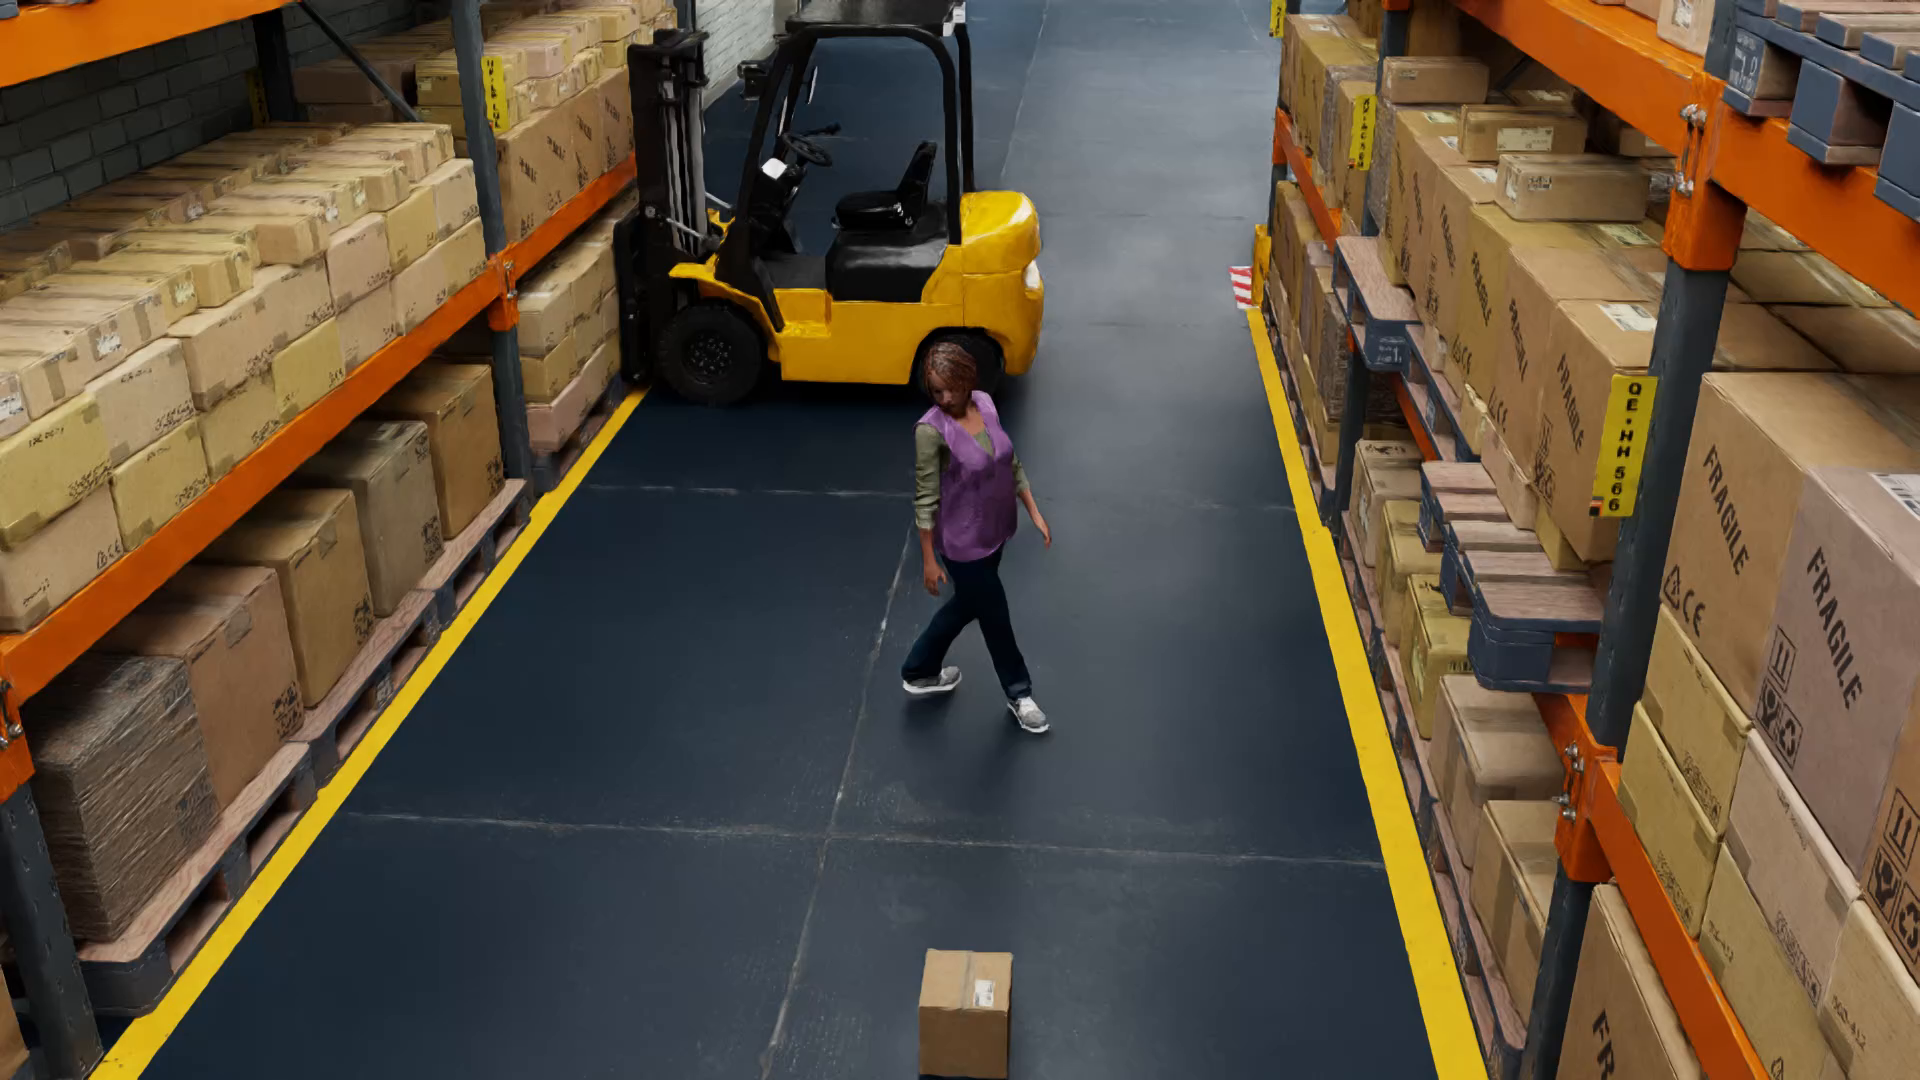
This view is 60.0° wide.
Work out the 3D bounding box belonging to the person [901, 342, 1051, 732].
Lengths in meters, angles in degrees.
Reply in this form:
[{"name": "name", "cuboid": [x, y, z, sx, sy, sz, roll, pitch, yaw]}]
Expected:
[{"name": "person", "cuboid": [0.039, 0.000, 6.160, 0.613, 1.556, 0.467, 13, 28, 25]}]
